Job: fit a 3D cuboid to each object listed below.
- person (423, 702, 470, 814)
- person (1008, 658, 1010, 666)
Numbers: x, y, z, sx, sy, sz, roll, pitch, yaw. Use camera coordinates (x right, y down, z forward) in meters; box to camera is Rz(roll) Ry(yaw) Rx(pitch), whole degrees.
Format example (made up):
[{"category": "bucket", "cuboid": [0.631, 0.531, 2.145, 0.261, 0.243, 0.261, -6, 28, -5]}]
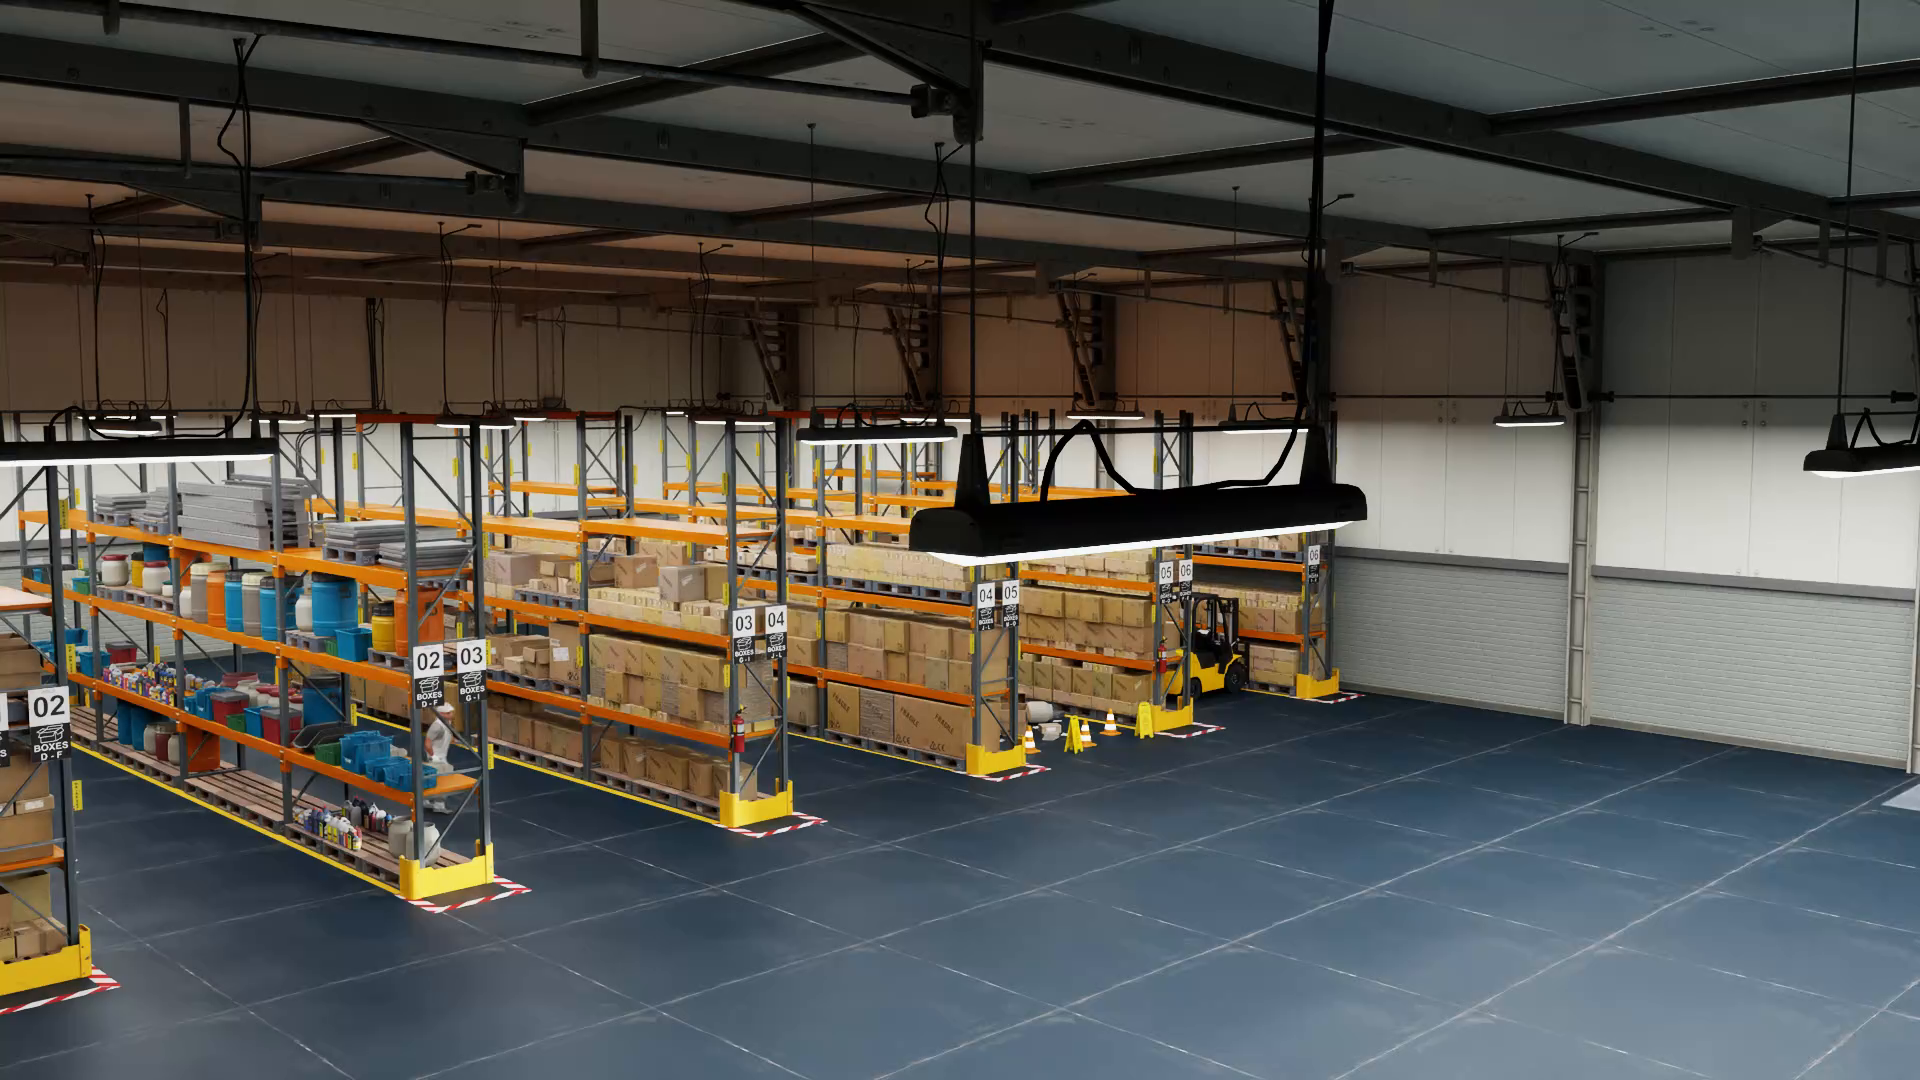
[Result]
[{"category": "person", "cuboid": [-7.873, 3.296, 25.304, 0.795, 1.717, 0.678, -1, 5, -12]}, {"category": "person", "cuboid": [0.874, 2.237, 37.620, 0.903, 1.640, 0.576, 5, 7, 42]}]
